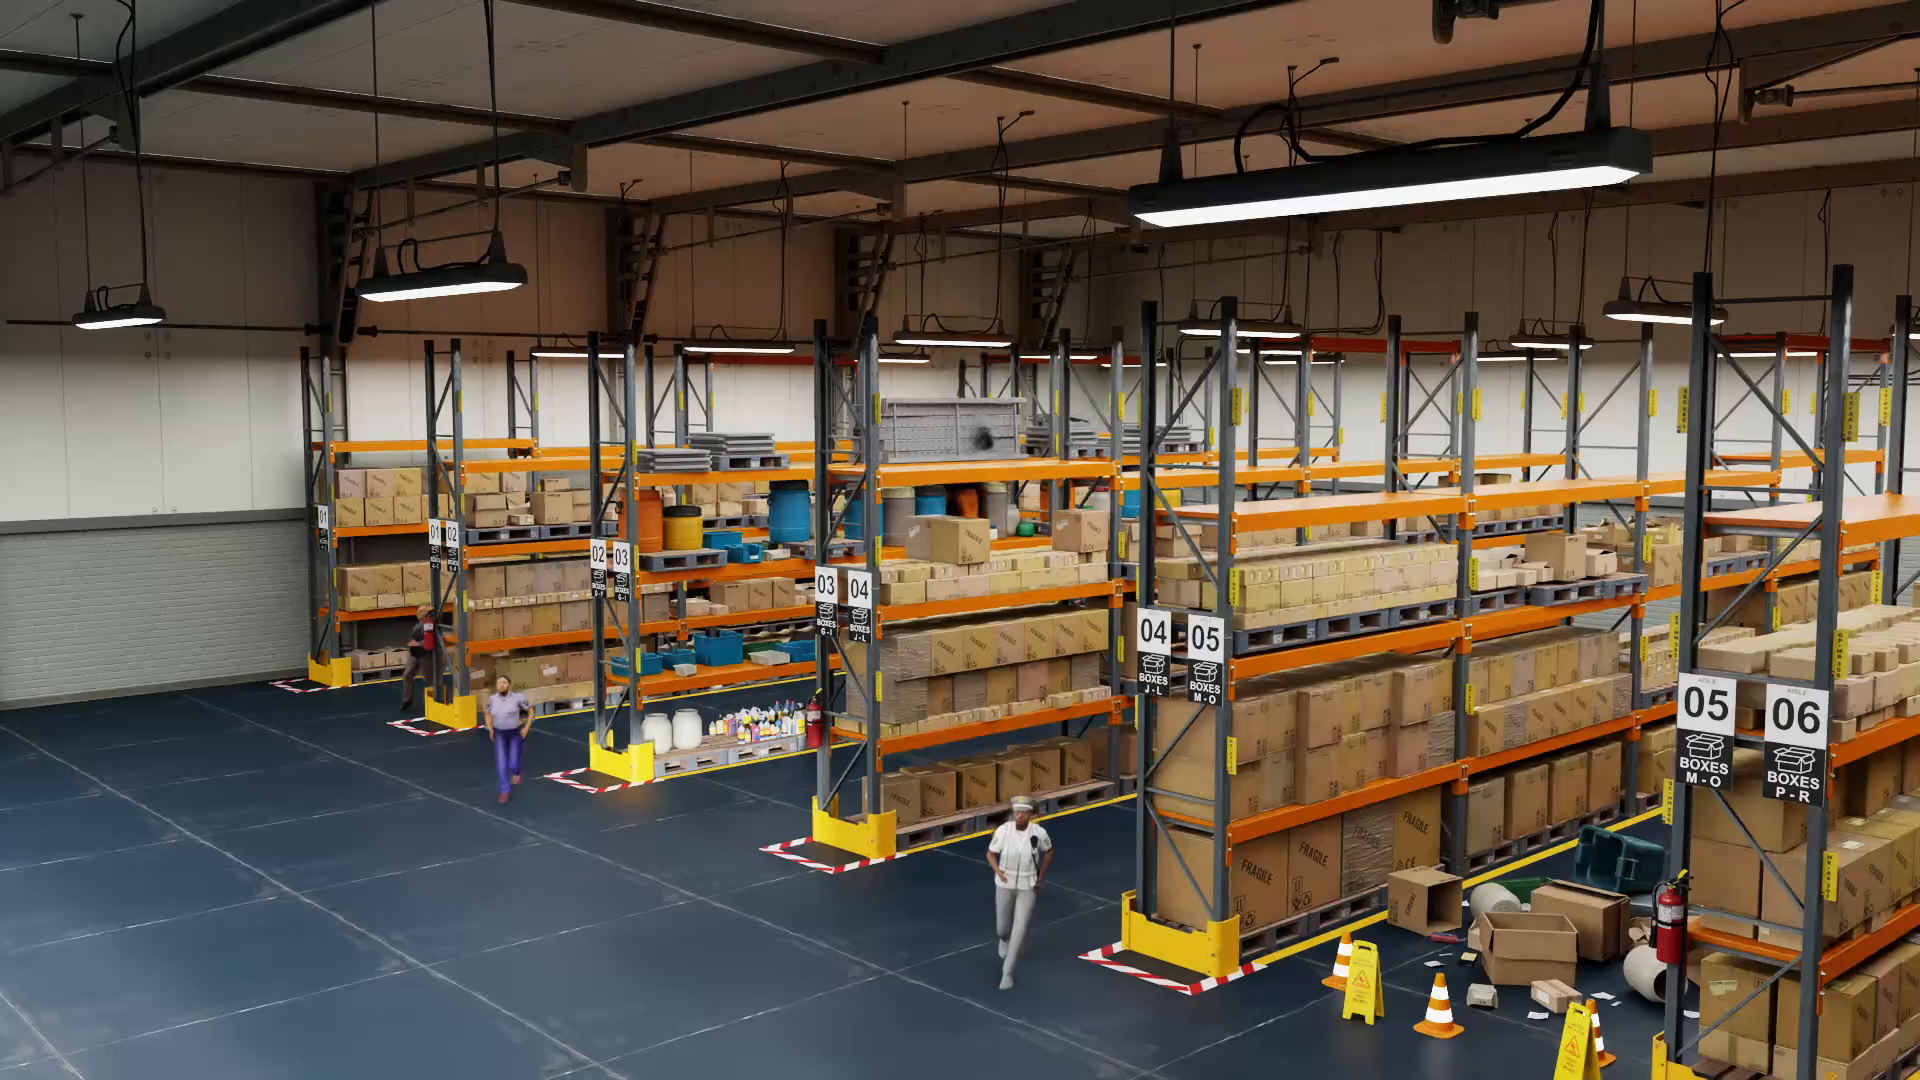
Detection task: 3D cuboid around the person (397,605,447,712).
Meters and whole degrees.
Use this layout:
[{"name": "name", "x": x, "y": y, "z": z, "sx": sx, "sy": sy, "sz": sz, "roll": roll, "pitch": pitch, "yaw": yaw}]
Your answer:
[{"name": "person", "x": -8.750, "y": 1.933, "z": 27.190, "sx": 0.664, "sy": 1.758, "sz": 0.877, "roll": 4, "pitch": 6, "yaw": 38}]

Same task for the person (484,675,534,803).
[{"name": "person", "x": -5.747, "y": 2.510, "z": 21.223, "sx": 0.615, "sy": 1.626, "sz": 0.599, "roll": 0, "pitch": 5, "yaw": -3}]

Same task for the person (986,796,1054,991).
[{"name": "person", "x": 0.533, "y": 3.055, "z": 14.722, "sx": 0.592, "sy": 1.692, "sz": 0.761, "roll": 0, "pitch": 5, "yaw": 5}]
